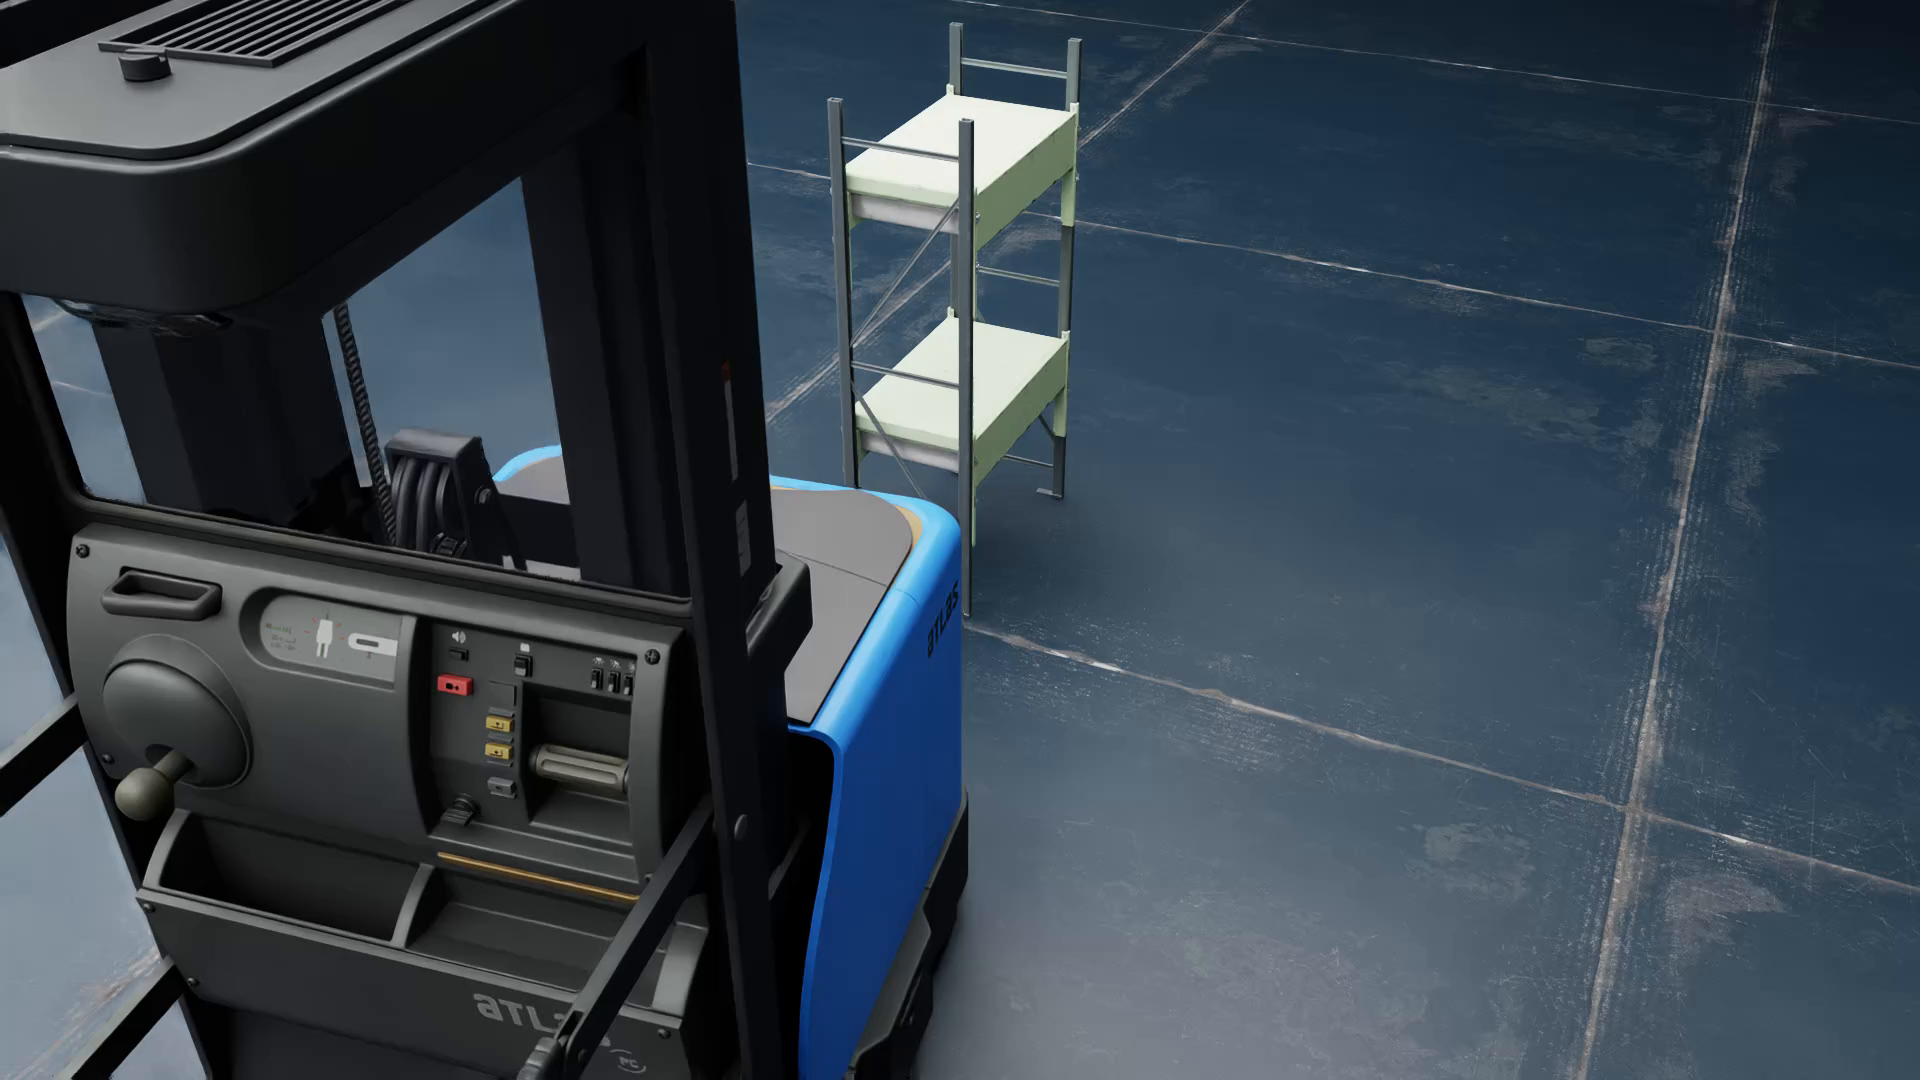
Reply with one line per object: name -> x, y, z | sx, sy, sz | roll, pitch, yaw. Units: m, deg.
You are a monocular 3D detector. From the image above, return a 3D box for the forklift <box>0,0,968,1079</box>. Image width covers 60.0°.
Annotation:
forklift -> -0.886, 0.297, 2.125 | 1.130, 2.935, 3.031 | 9, 34, 14

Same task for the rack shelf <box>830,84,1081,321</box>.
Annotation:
rack shelf -> 0.003, -0.957, 4.630 | 0.431, 0.370, 0.720 | 14, 36, 20

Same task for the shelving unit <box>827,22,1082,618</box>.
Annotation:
shelving unit -> 0.003, -0.631, 4.844 | 0.431, 1.500, 0.755 | 14, 36, 20

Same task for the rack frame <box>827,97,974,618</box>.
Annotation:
rack frame -> -0.150, -0.448, 4.566 | 0.400, 1.500, 0.023 | 14, 36, 20

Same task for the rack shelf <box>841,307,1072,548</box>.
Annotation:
rack shelf -> 0.003, -0.358, 5.023 | 0.431, 0.370, 0.720 | 14, 36, 20

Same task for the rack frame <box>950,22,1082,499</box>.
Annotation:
rack frame -> 0.156, -0.813, 5.122 | 0.400, 1.500, 0.023 | 14, 36, 20
